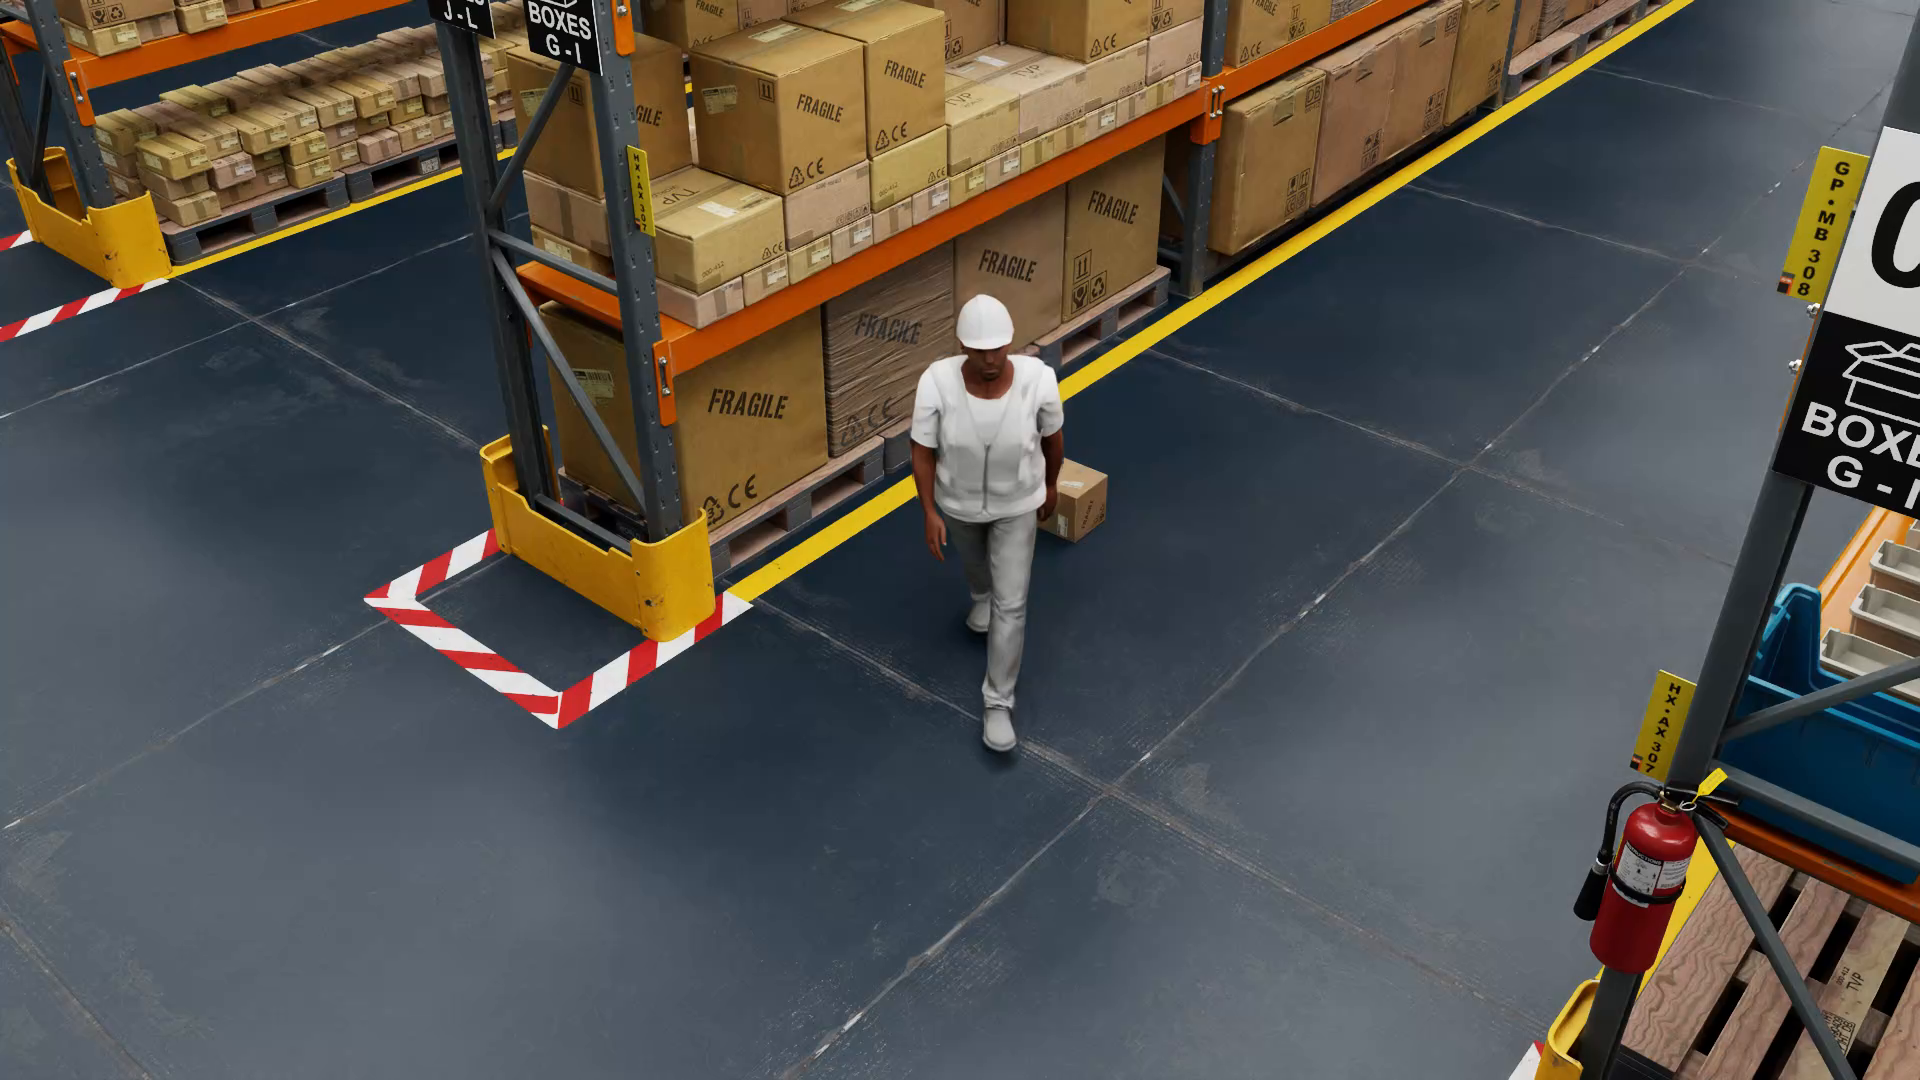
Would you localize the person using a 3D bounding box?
[{"bbox_3d":[0.093,-0.141,6.327,0.564,1.704,1.070,4,35,6],"label":"person"}]
